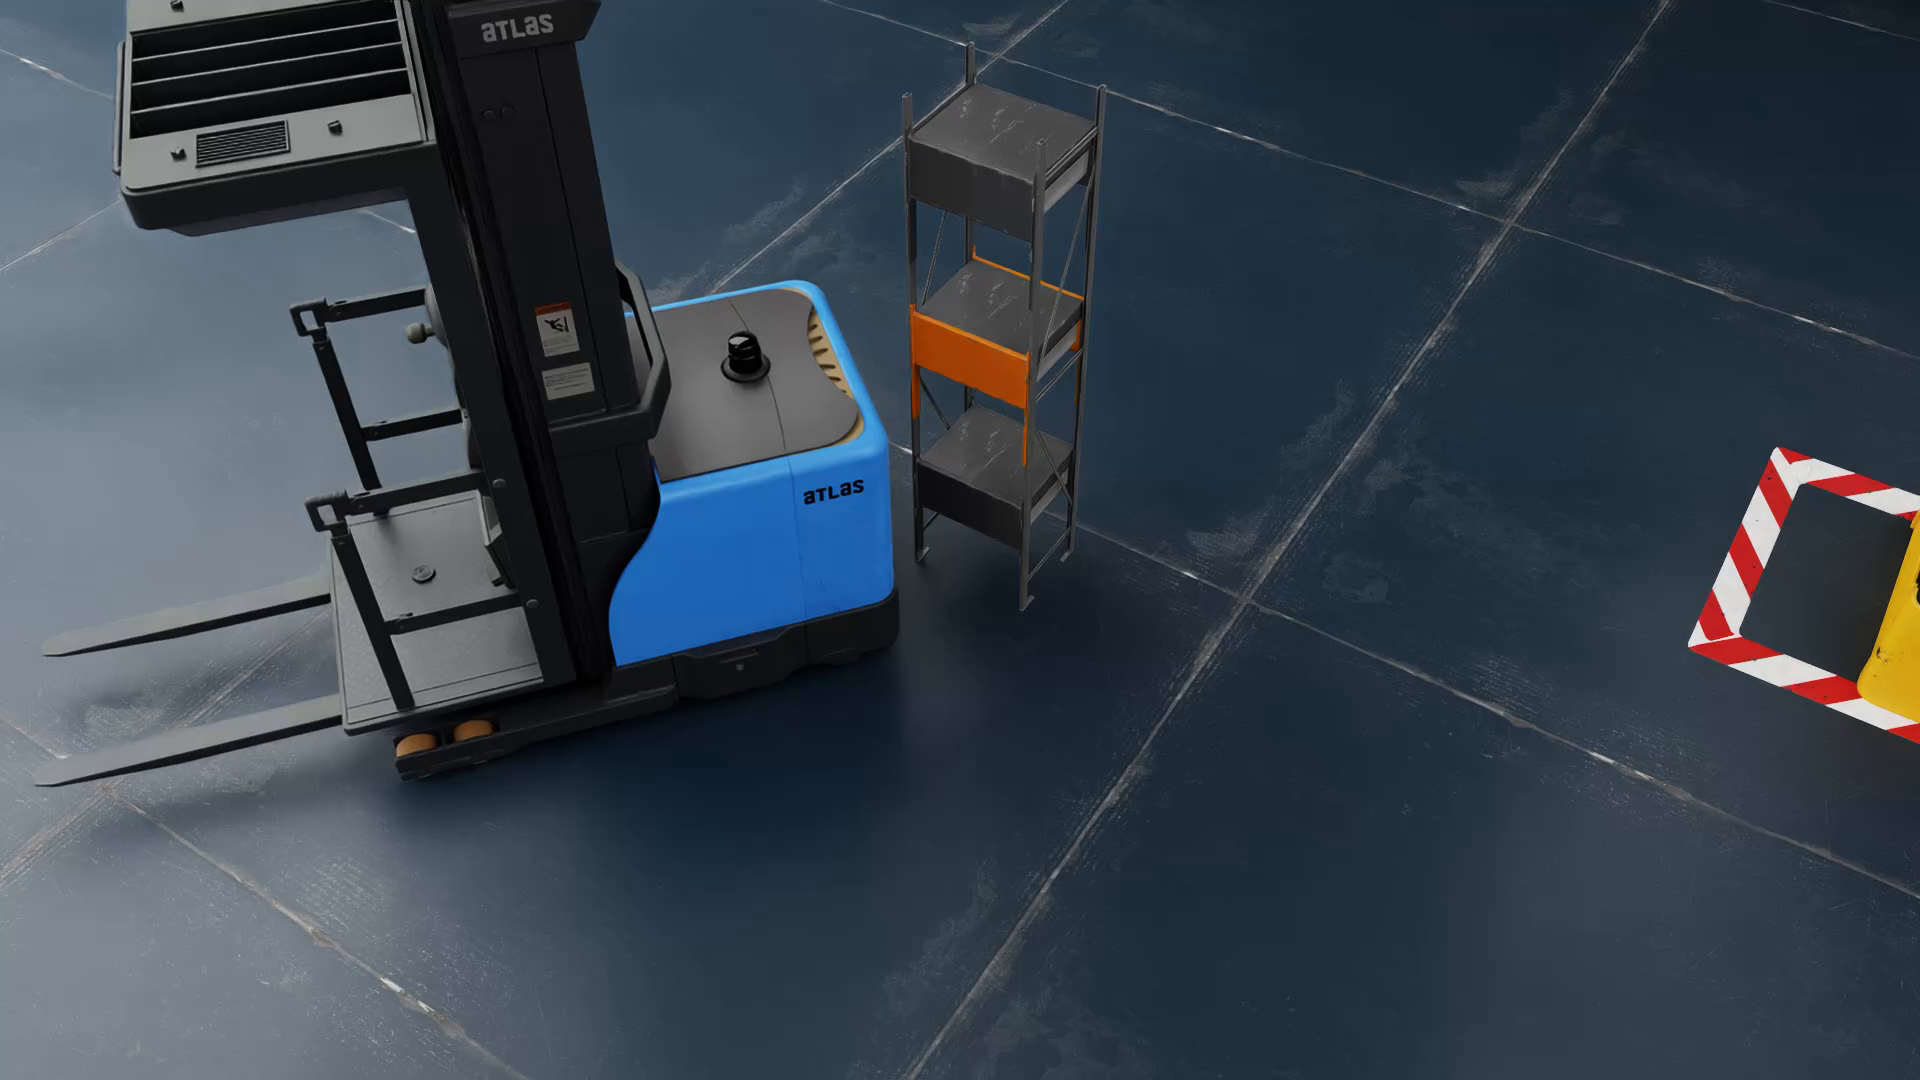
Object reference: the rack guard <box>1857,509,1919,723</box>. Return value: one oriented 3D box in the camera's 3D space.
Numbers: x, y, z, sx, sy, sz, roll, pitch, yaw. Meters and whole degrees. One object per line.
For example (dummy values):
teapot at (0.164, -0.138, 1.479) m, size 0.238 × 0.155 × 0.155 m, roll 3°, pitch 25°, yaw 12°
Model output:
rack guard at (3.783, 0.120, 6.285) m, size 0.348 × 0.500 × 1.175 m, roll 25°, pitch 51°, yaw 22°

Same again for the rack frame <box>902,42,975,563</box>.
rack frame at (-0.066, -0.762, 6.026) m, size 0.015 × 2.100 × 0.400 m, roll 25°, pitch 51°, yaw 22°

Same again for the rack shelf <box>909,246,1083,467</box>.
rack shelf at (0.139, -0.658, 5.944) m, size 0.480 × 0.518 × 0.431 m, roll 25°, pitch 51°, yaw 22°

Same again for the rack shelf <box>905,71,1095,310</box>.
rack shelf at (0.139, -1.146, 5.442) m, size 0.480 × 0.518 × 0.431 m, roll 25°, pitch 51°, yaw 22°

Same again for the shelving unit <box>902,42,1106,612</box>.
shelving unit at (0.139, -0.668, 5.935) m, size 0.503 × 2.100 × 0.431 m, roll 25°, pitch 51°, yaw 22°

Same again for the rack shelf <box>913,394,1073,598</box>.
rack shelf at (0.139, -0.170, 6.446) m, size 0.480 × 0.518 × 0.431 m, roll 25°, pitch 51°, yaw 22°

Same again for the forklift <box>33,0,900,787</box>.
forklift at (-1.805, -0.602, 5.292) m, size 3.031 × 2.935 × 1.130 m, roll -13°, pitch 47°, yaw -13°

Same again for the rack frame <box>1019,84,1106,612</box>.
rack frame at (0.345, -0.573, 5.843) m, size 0.015 × 2.100 × 0.400 m, roll 25°, pitch 51°, yaw 22°
